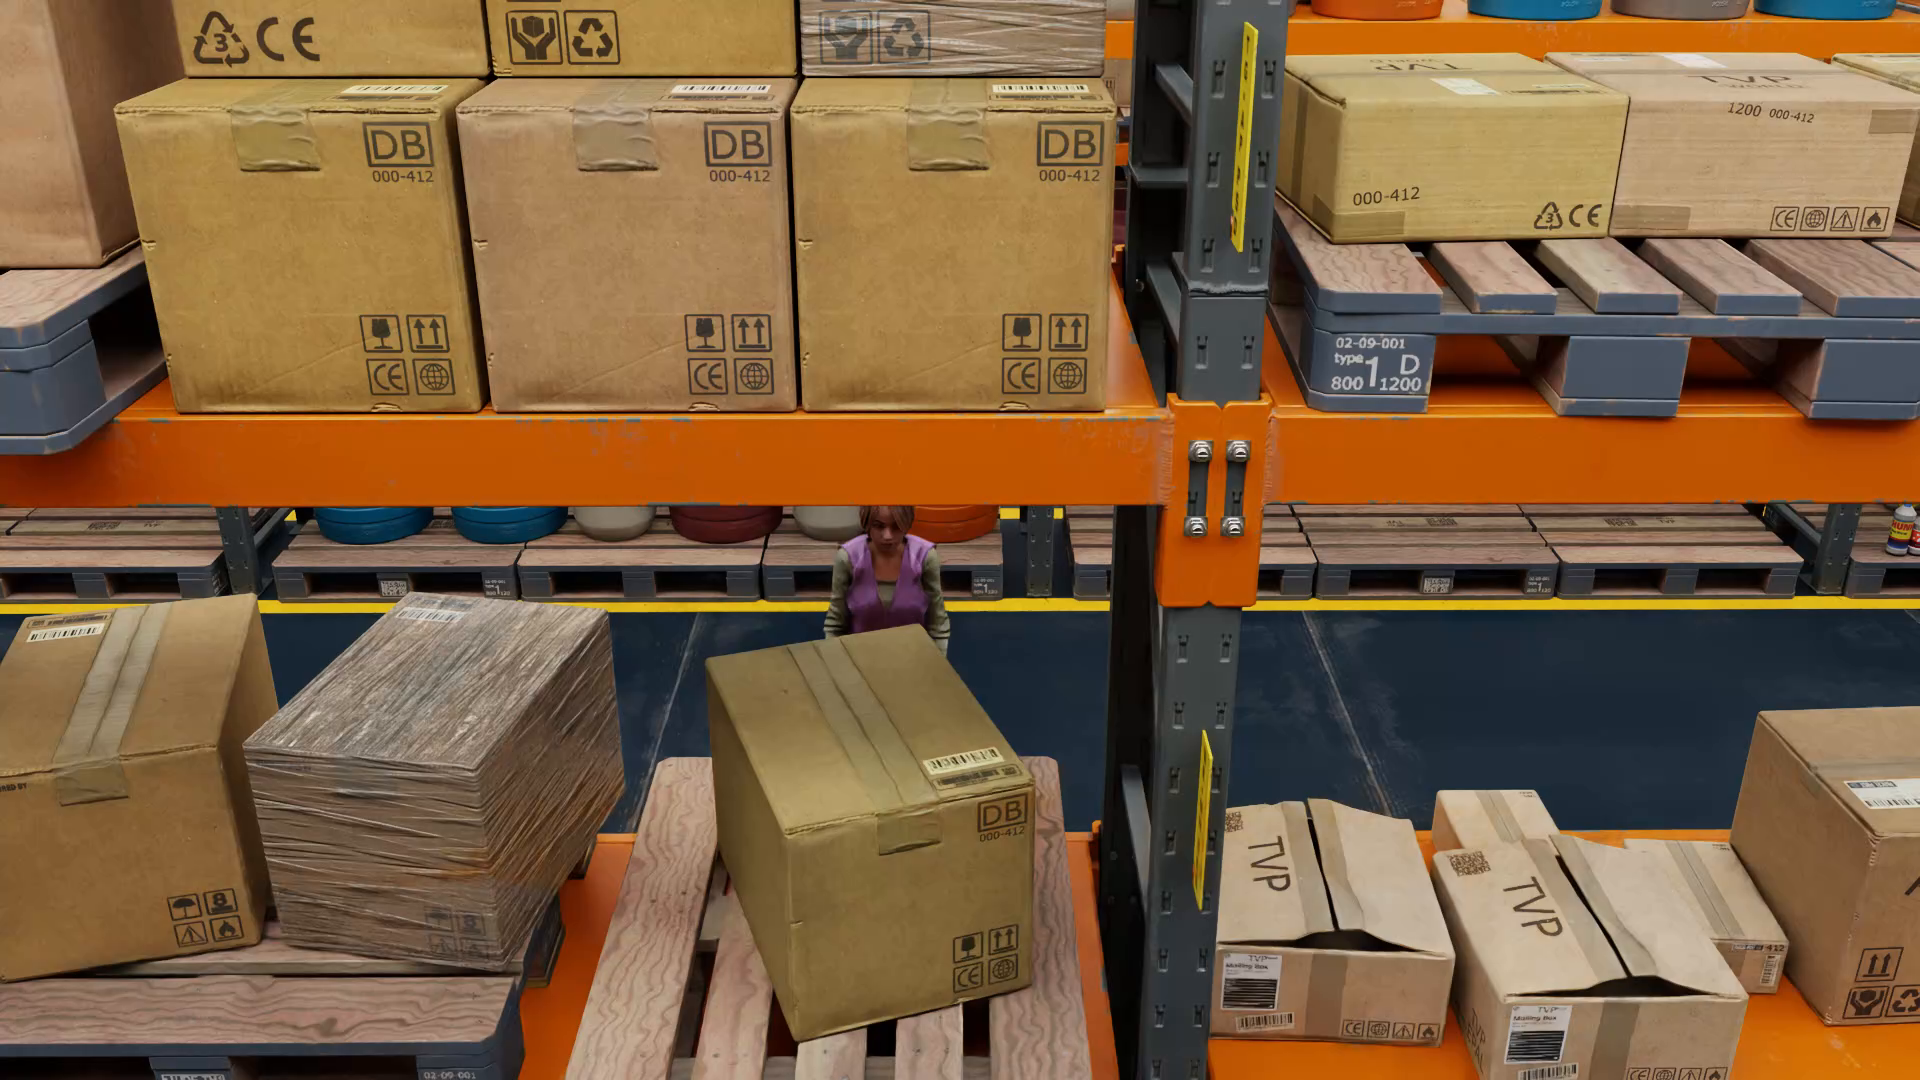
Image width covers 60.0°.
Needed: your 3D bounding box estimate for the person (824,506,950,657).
[{"bbox_3d":[-0.257,0.532,5.939,0.446,1.601,0.359,-1,24,-2],"label":"person"}]
